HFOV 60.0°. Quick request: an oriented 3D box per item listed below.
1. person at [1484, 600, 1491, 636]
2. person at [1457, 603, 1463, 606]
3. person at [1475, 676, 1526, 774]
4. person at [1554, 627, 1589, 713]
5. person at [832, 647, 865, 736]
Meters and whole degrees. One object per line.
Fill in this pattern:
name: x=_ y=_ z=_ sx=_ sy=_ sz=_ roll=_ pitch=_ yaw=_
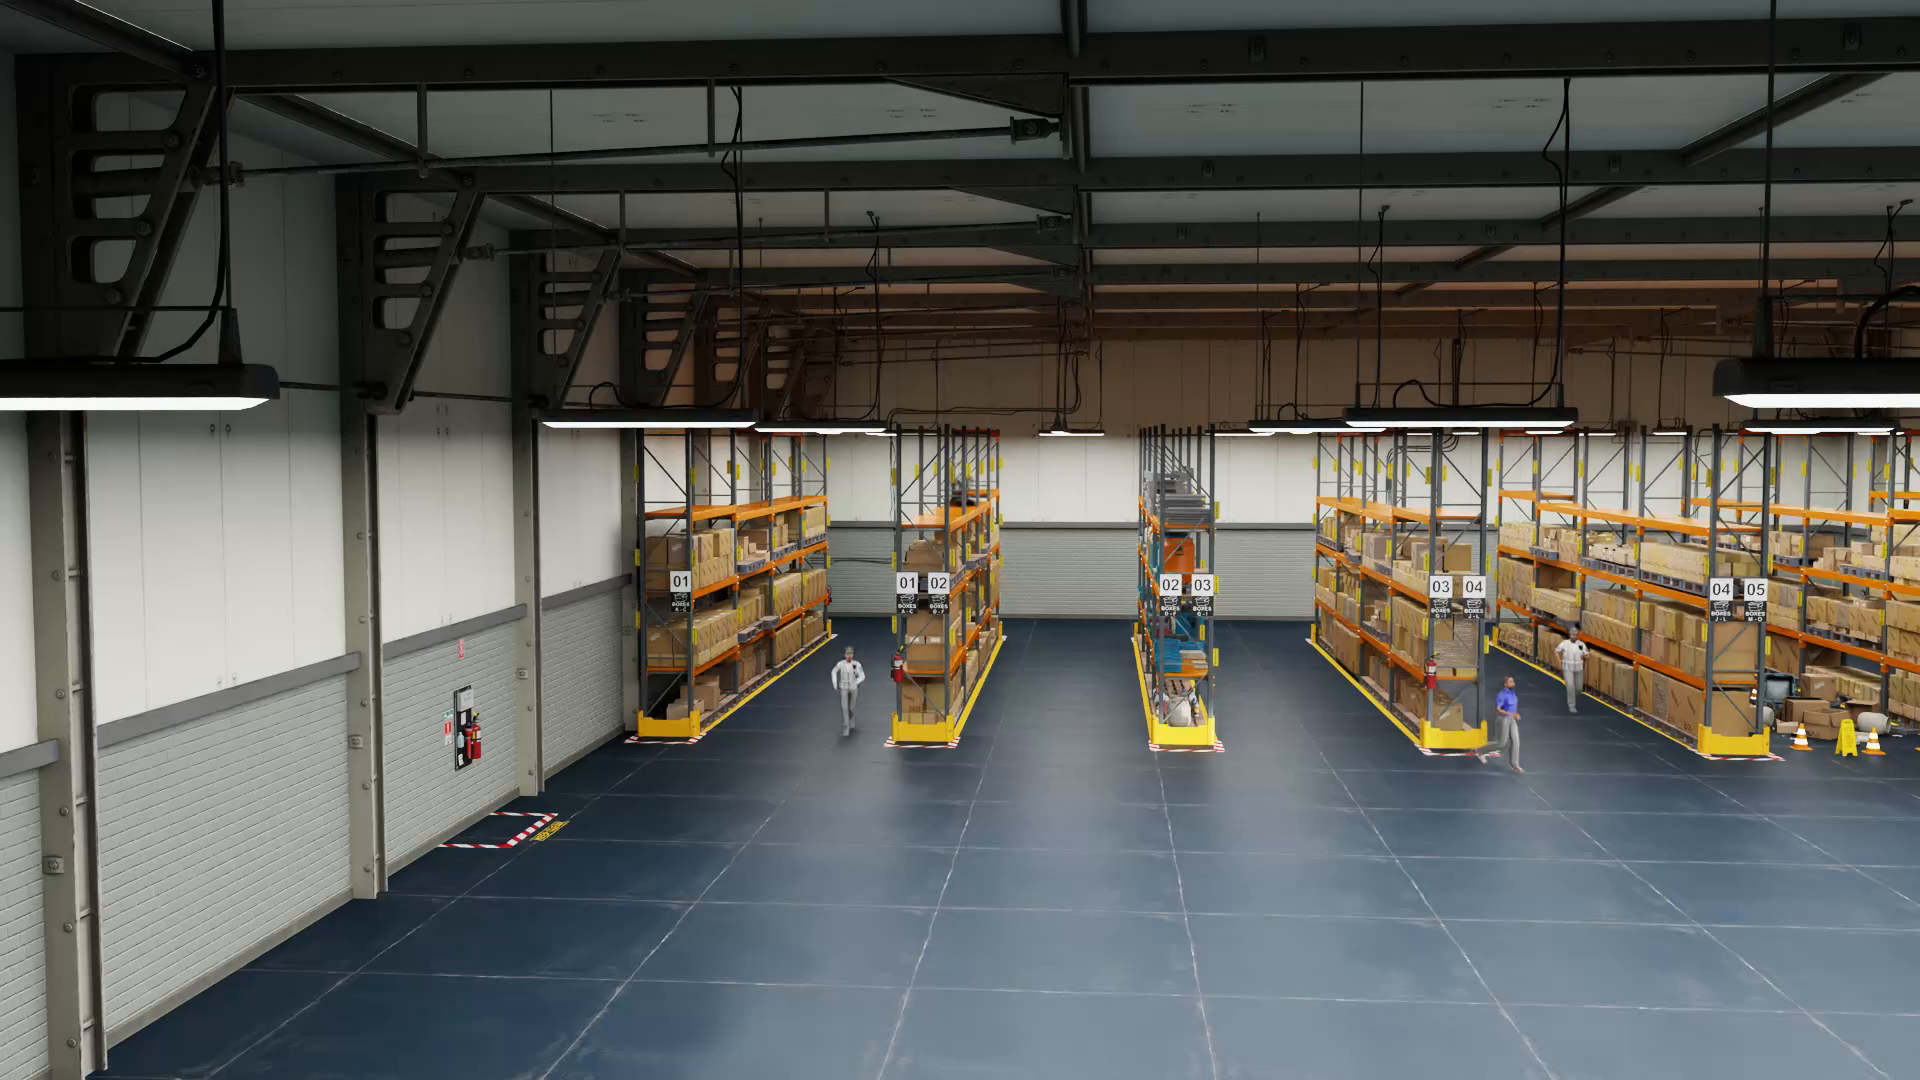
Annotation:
person: x=13.527 y=2.188 z=43.436 sx=0.672 sy=1.831 sz=0.927 roll=0 pitch=4 yaw=8
person: x=13.601 y=2.100 z=45.610 sx=0.655 sy=1.757 sz=0.728 roll=1 pitch=4 yaw=12
person: x=9.393 y=3.170 z=28.736 sx=0.588 sy=1.648 sz=0.867 roll=-3 pitch=5 yaw=-42
person: x=12.871 y=2.704 z=34.934 sx=0.673 sy=1.755 sz=0.944 roll=0 pitch=3 yaw=6
person: x=-2.174 y=2.920 z=32.388 sx=0.648 sy=1.716 sz=0.852 roll=0 pitch=3 yaw=-4
